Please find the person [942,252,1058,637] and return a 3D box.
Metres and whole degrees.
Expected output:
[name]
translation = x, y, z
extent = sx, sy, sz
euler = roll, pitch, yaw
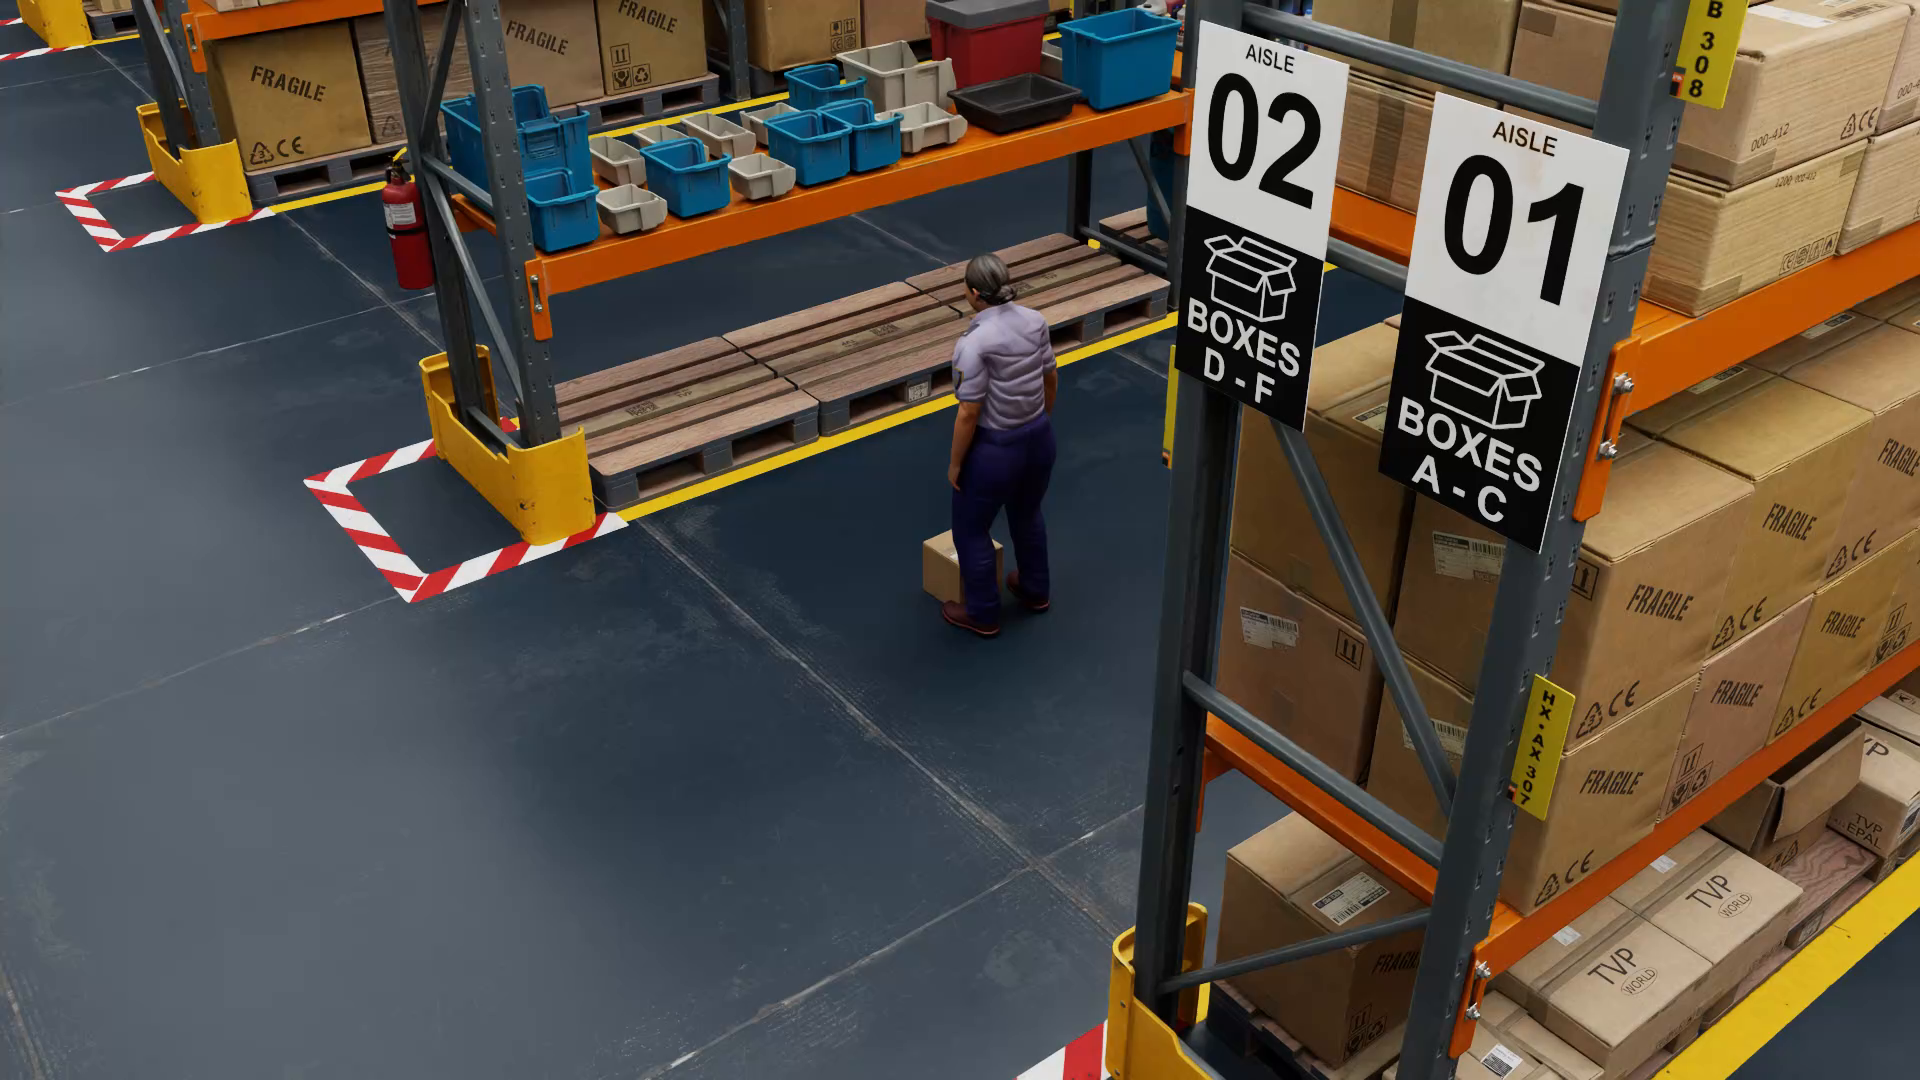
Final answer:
[person]
translation = 0.173, -0.368, 6.739
extent = 0.546, 1.636, 0.368
euler = -24, 40, -33
